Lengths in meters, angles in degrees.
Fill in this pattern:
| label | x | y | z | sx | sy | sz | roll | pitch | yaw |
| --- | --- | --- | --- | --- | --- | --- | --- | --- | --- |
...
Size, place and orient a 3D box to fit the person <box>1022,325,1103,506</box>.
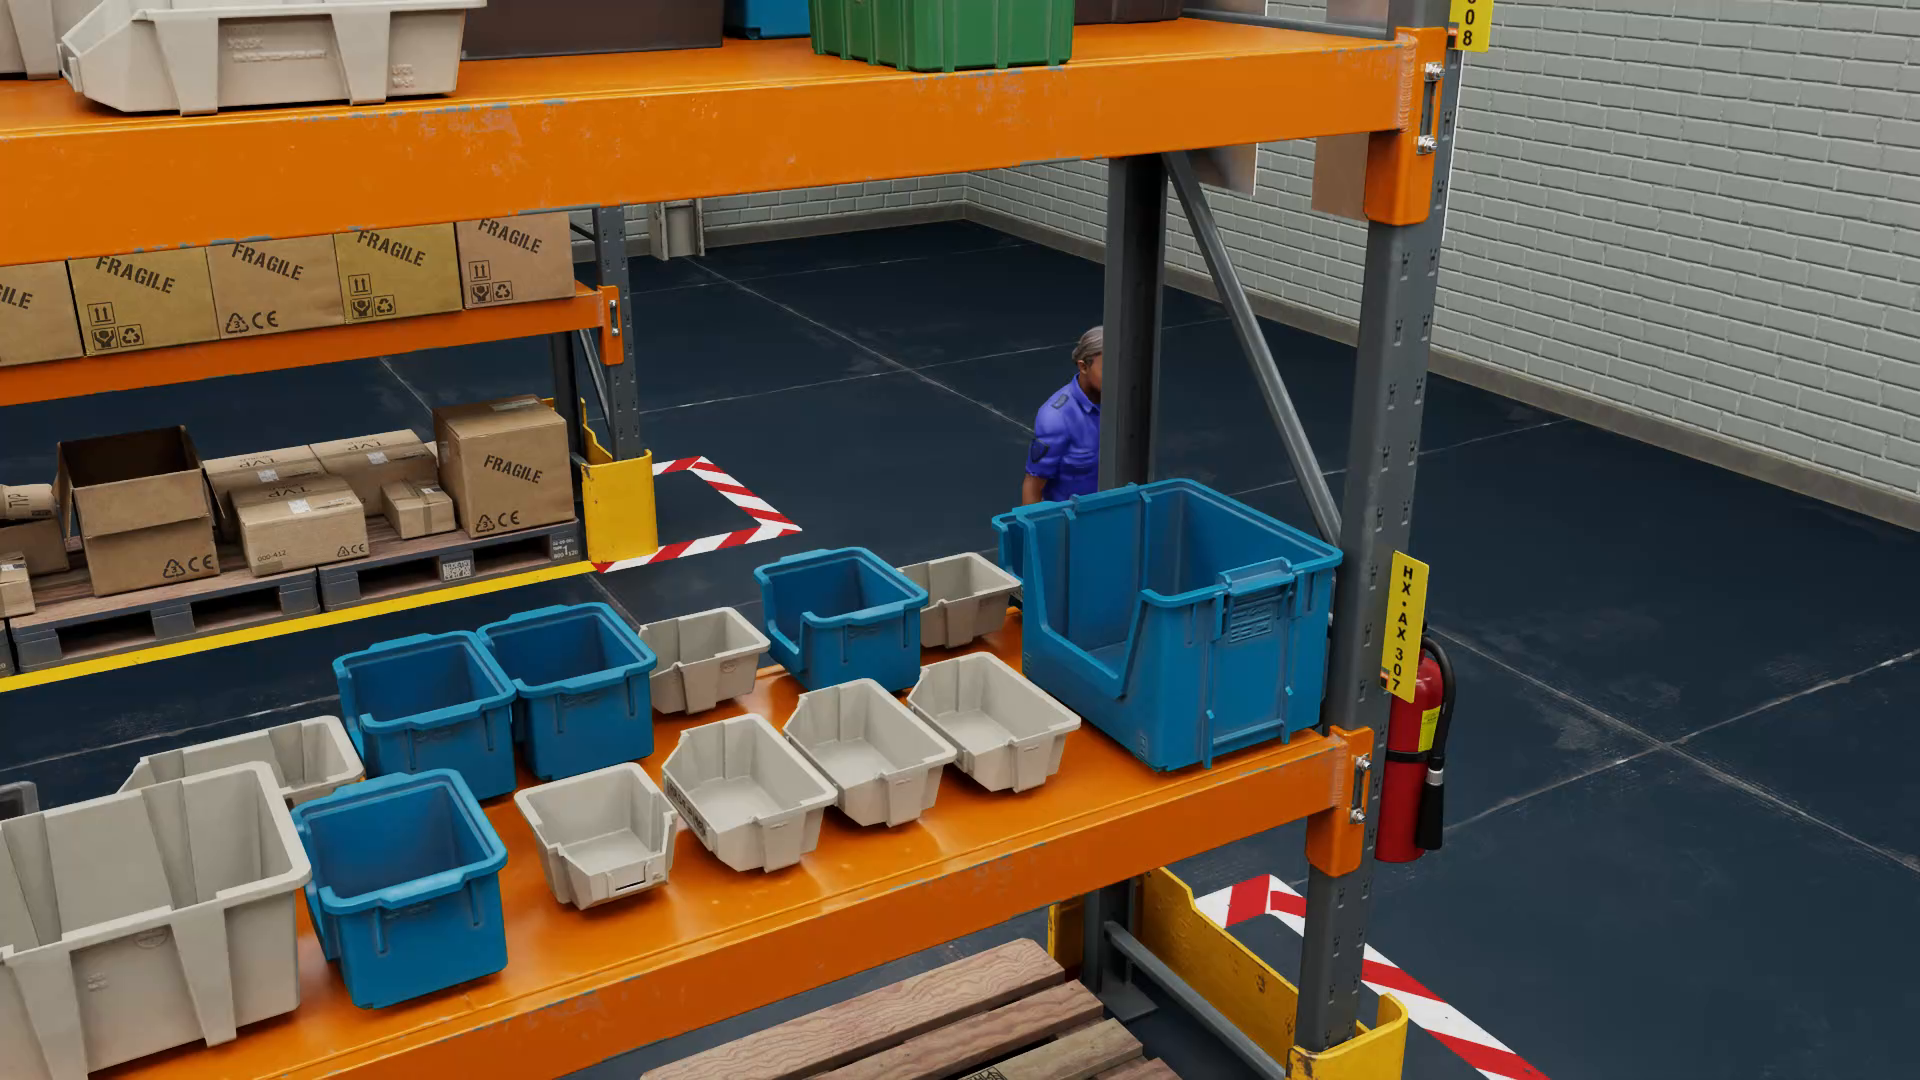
| label | x | y | z | sx | sy | sz | roll | pitch | yaw |
| --- | --- | --- | --- | --- | --- | --- | --- | --- | --- |
| person | 0.433 | 0.017 | 6.051 | 0.531 | 1.656 | 0.346 | -14 | 26 | -31 |
